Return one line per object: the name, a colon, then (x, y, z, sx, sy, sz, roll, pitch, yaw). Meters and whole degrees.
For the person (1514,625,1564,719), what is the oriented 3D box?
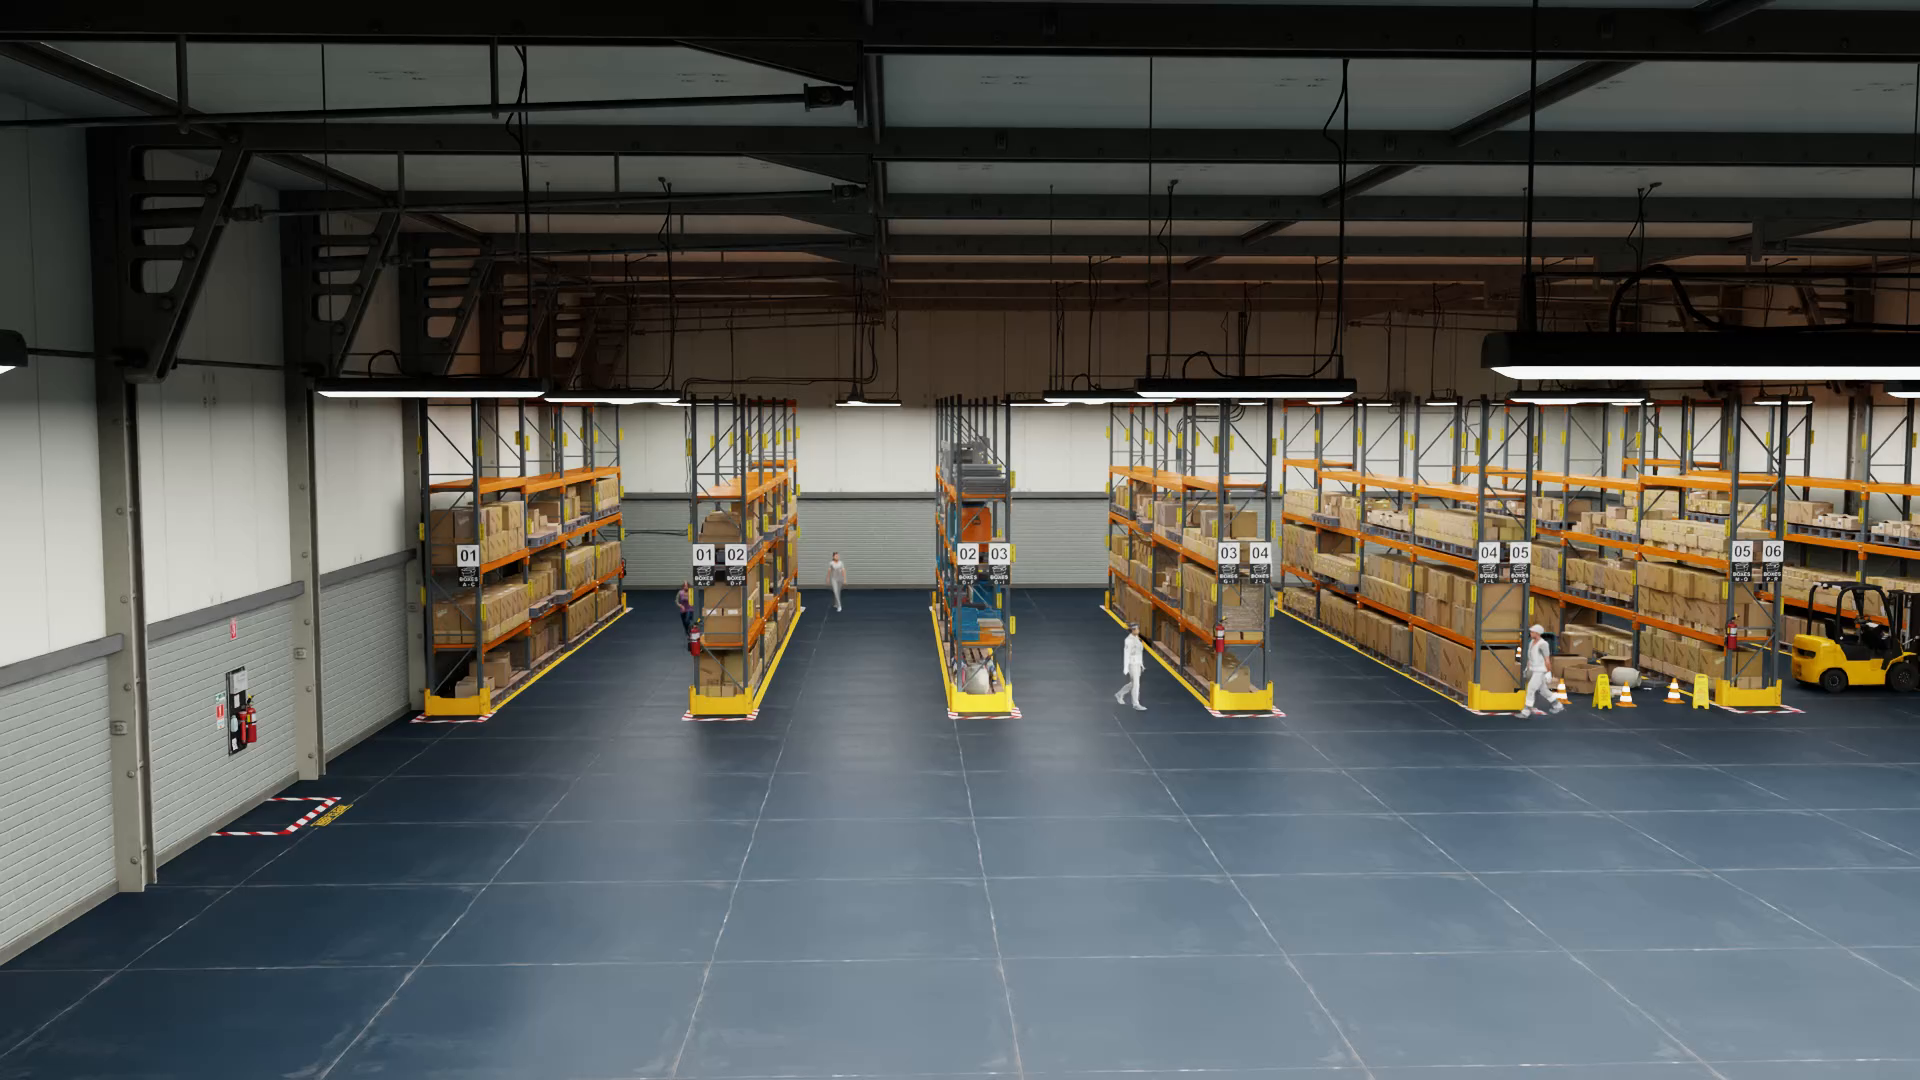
person: (10.717, 2.428, 30.762, 1.057, 1.750, 0.607, -1, 5, -10)

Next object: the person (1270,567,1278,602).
person: (8.929, 1.040, 48.683, 1.163, 1.722, 0.564, -1, 5, -11)

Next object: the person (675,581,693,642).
person: (-6.691, 1.792, 40.750, 0.486, 1.415, 0.783, 1, 5, 7)

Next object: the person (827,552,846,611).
person: (-3.490, 1.162, 47.387, 0.503, 1.637, 0.937, -2, 5, -26)

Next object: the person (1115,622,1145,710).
person: (3.273, 2.385, 31.812, 0.722, 1.664, 0.509, 2, 5, 28)
